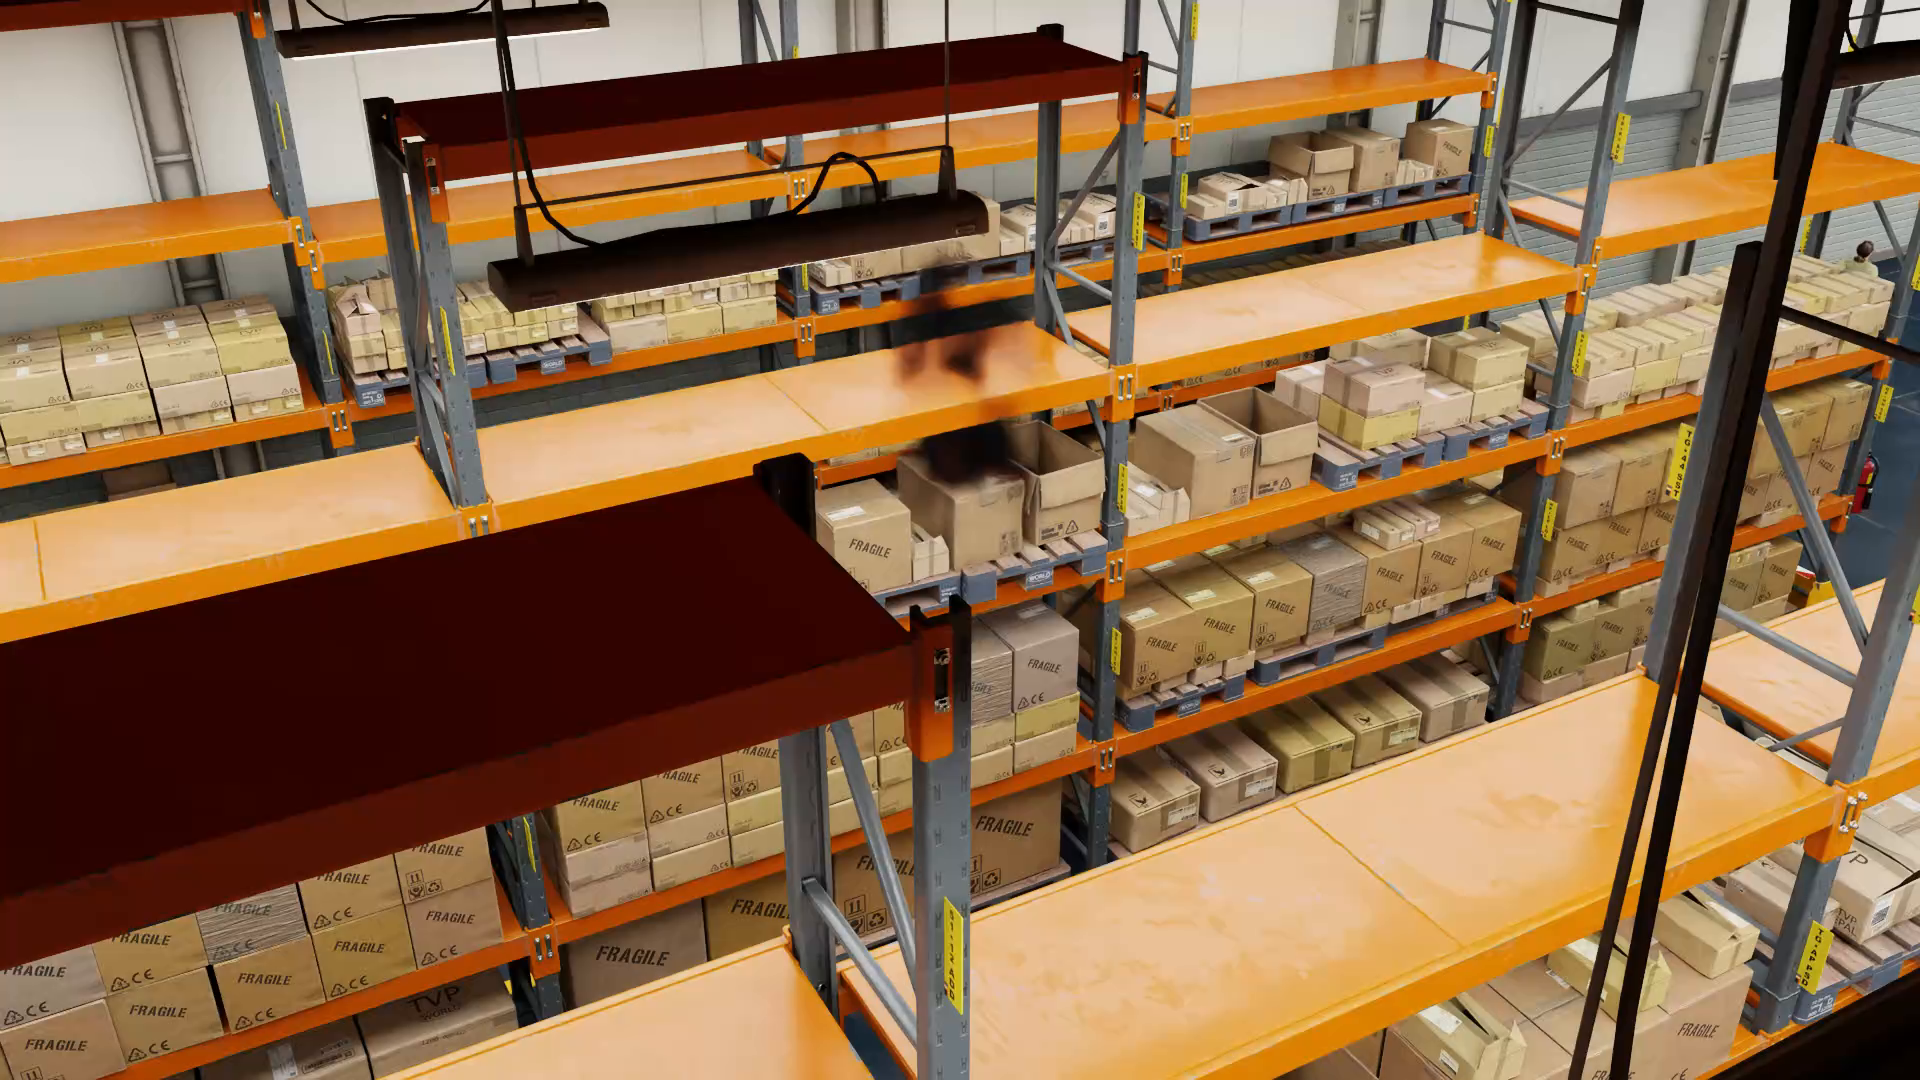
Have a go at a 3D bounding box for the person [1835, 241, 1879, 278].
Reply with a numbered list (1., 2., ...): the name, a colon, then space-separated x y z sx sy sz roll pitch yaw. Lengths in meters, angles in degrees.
1. person: 11.046 -2.890 20.704 0.748 1.658 0.562 -19 33 -31
